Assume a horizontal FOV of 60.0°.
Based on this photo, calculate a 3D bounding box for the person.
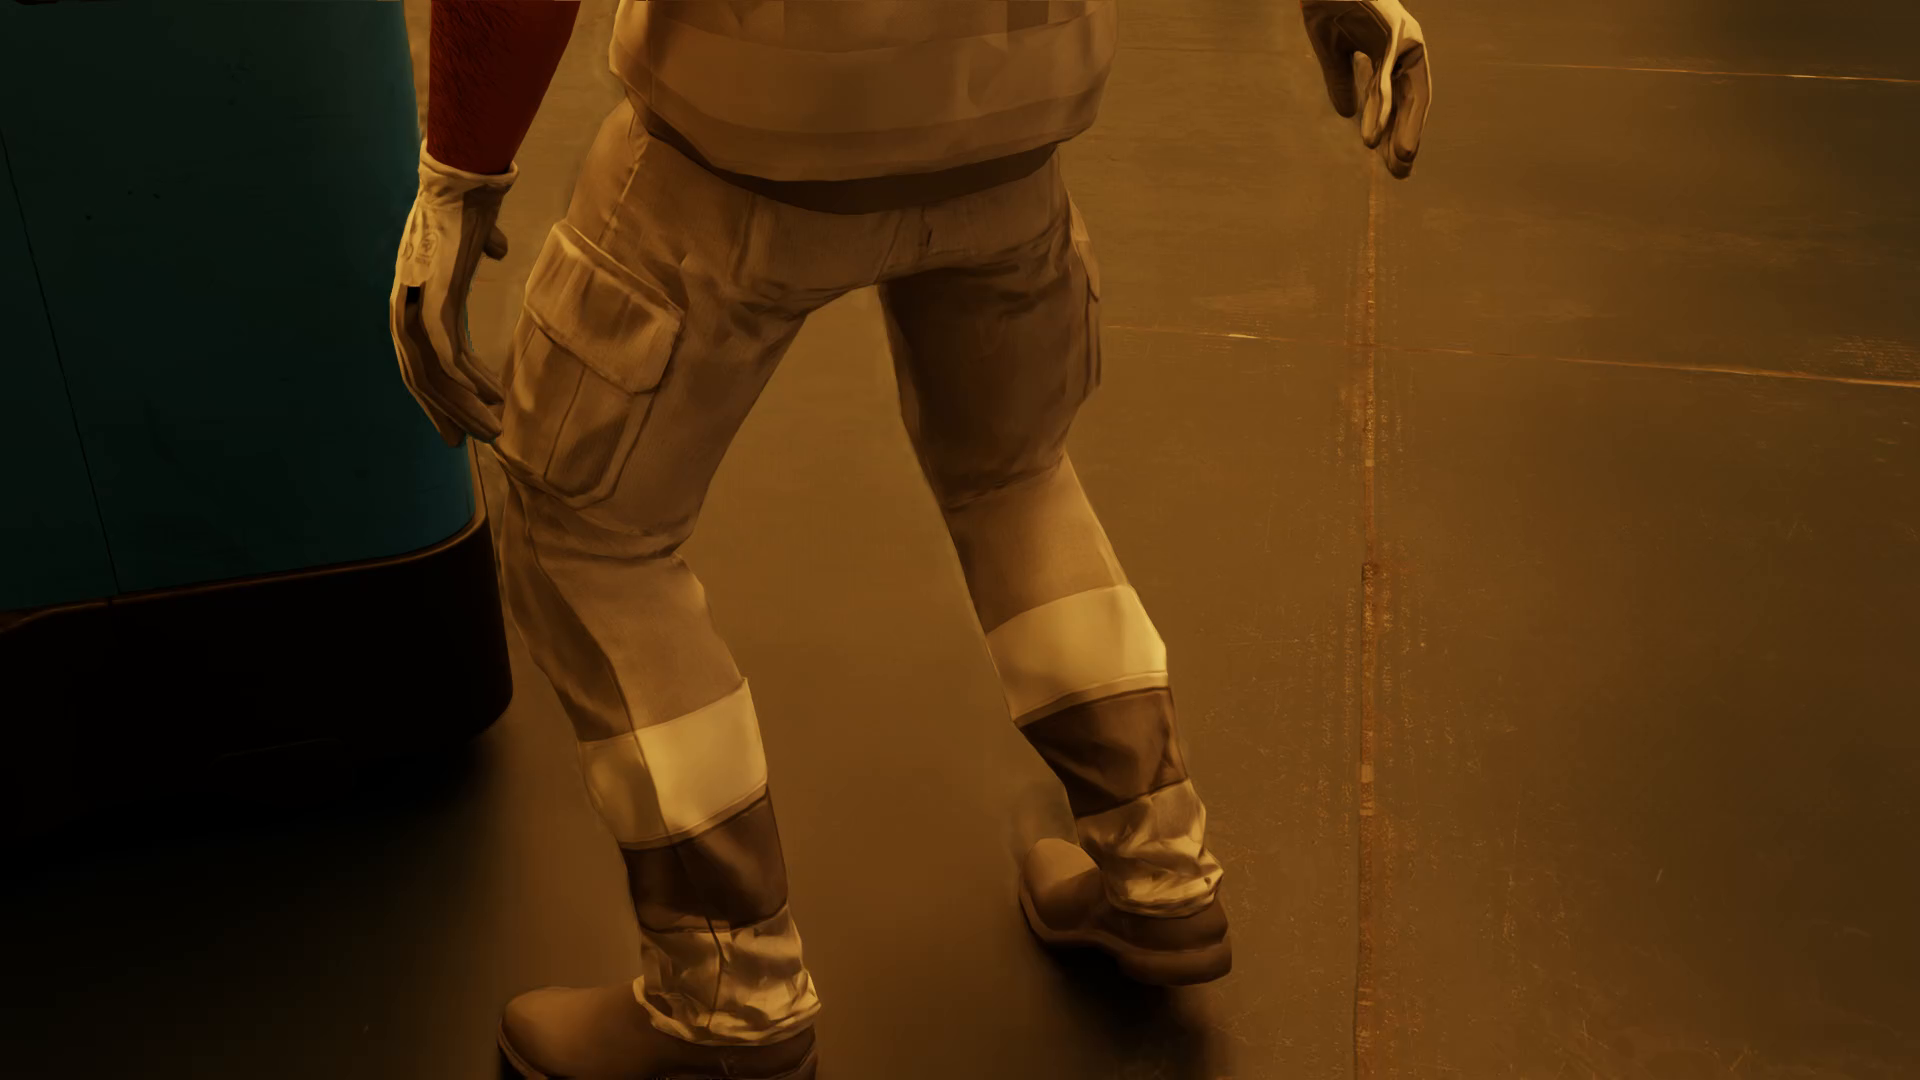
[{"bbox_3d":[-0.007,-0.351,1.309,0.895,1.703,0.496,-15,30,-27],"label":"person"}]

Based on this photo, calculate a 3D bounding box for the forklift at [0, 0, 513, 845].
[{"bbox_3d":[-2.104,-1.028,1.283,3.031,2.935,1.130,-9,28,-17],"label":"forklift"}]
